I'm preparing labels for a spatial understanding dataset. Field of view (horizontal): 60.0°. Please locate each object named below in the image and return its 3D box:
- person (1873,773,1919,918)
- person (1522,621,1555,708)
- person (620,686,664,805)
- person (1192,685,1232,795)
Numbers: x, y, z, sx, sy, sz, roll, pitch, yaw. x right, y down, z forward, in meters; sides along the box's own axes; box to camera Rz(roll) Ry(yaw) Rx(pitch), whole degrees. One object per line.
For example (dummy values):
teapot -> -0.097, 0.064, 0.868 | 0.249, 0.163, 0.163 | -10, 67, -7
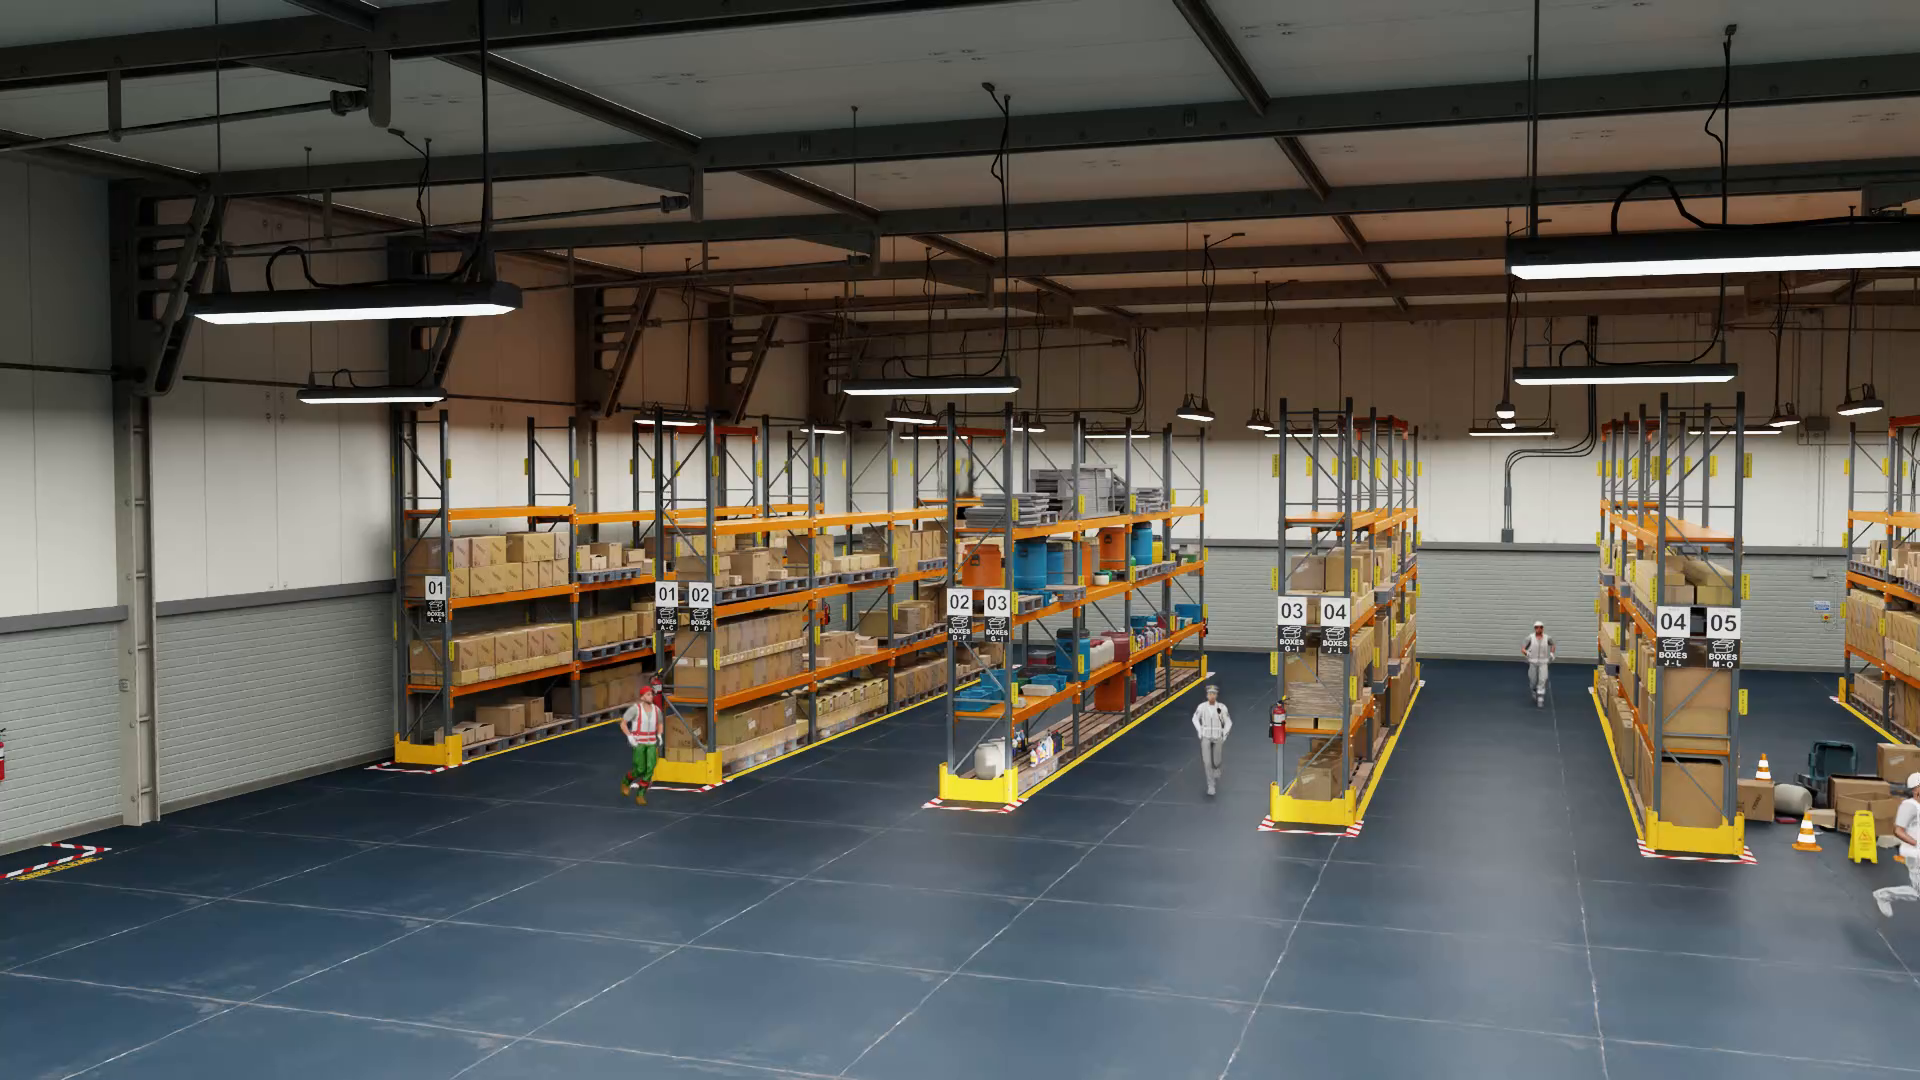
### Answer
person -> 10.241, 3.365, 17.776 | 0.667, 1.757, 0.822 | -2, 3, -34
person -> 12.157, 2.596, 34.952 | 0.670, 1.781, 0.998 | 1, 3, 17
person -> -4.758, 3.071, 25.008 | 0.689, 1.753, 0.596 | -2, 3, -40
person -> 3.910, 3.076, 25.838 | 0.618, 1.673, 0.655 | 0, 2, 11
